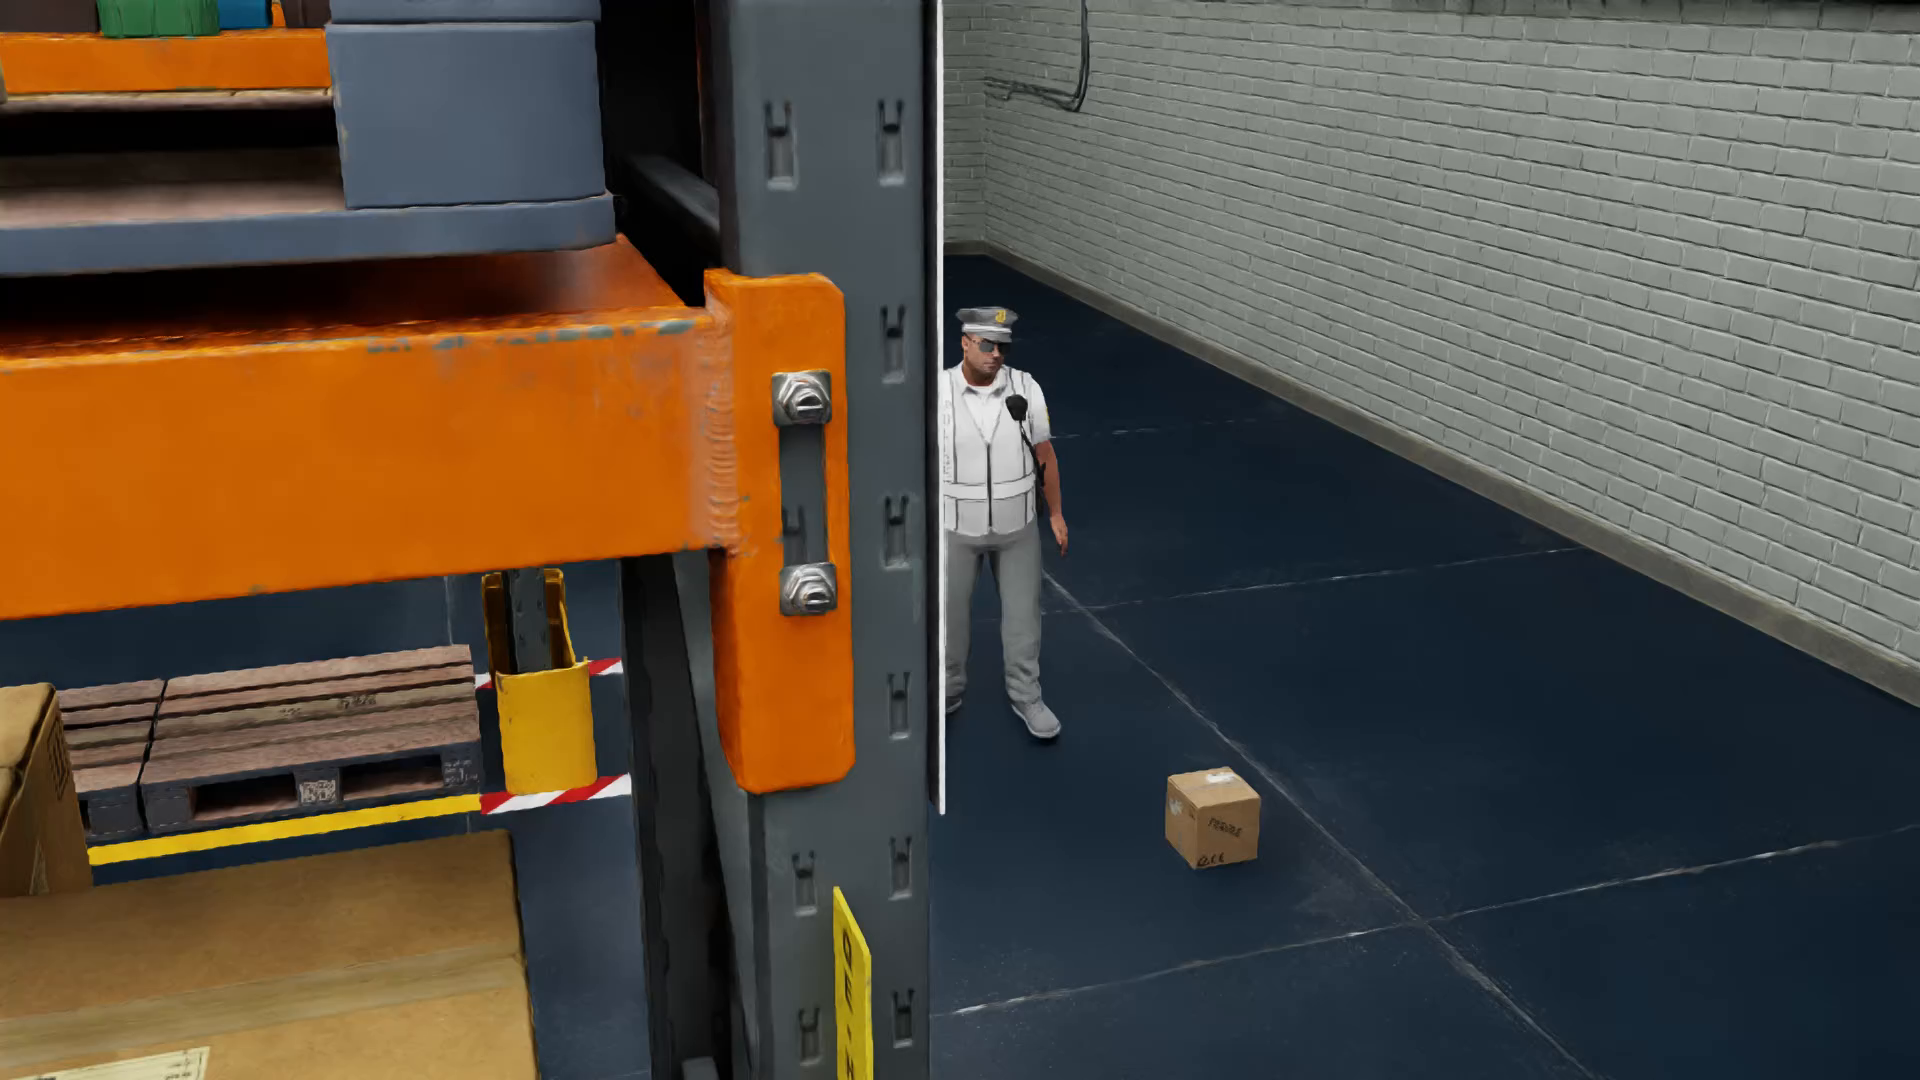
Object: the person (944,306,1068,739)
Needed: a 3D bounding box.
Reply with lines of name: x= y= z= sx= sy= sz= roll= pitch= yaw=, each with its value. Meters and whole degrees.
person: x=0.096 y=-0.071 z=6.675 sx=0.691 sy=1.770 sz=0.398 roll=-2 pitch=19 yaw=-4
